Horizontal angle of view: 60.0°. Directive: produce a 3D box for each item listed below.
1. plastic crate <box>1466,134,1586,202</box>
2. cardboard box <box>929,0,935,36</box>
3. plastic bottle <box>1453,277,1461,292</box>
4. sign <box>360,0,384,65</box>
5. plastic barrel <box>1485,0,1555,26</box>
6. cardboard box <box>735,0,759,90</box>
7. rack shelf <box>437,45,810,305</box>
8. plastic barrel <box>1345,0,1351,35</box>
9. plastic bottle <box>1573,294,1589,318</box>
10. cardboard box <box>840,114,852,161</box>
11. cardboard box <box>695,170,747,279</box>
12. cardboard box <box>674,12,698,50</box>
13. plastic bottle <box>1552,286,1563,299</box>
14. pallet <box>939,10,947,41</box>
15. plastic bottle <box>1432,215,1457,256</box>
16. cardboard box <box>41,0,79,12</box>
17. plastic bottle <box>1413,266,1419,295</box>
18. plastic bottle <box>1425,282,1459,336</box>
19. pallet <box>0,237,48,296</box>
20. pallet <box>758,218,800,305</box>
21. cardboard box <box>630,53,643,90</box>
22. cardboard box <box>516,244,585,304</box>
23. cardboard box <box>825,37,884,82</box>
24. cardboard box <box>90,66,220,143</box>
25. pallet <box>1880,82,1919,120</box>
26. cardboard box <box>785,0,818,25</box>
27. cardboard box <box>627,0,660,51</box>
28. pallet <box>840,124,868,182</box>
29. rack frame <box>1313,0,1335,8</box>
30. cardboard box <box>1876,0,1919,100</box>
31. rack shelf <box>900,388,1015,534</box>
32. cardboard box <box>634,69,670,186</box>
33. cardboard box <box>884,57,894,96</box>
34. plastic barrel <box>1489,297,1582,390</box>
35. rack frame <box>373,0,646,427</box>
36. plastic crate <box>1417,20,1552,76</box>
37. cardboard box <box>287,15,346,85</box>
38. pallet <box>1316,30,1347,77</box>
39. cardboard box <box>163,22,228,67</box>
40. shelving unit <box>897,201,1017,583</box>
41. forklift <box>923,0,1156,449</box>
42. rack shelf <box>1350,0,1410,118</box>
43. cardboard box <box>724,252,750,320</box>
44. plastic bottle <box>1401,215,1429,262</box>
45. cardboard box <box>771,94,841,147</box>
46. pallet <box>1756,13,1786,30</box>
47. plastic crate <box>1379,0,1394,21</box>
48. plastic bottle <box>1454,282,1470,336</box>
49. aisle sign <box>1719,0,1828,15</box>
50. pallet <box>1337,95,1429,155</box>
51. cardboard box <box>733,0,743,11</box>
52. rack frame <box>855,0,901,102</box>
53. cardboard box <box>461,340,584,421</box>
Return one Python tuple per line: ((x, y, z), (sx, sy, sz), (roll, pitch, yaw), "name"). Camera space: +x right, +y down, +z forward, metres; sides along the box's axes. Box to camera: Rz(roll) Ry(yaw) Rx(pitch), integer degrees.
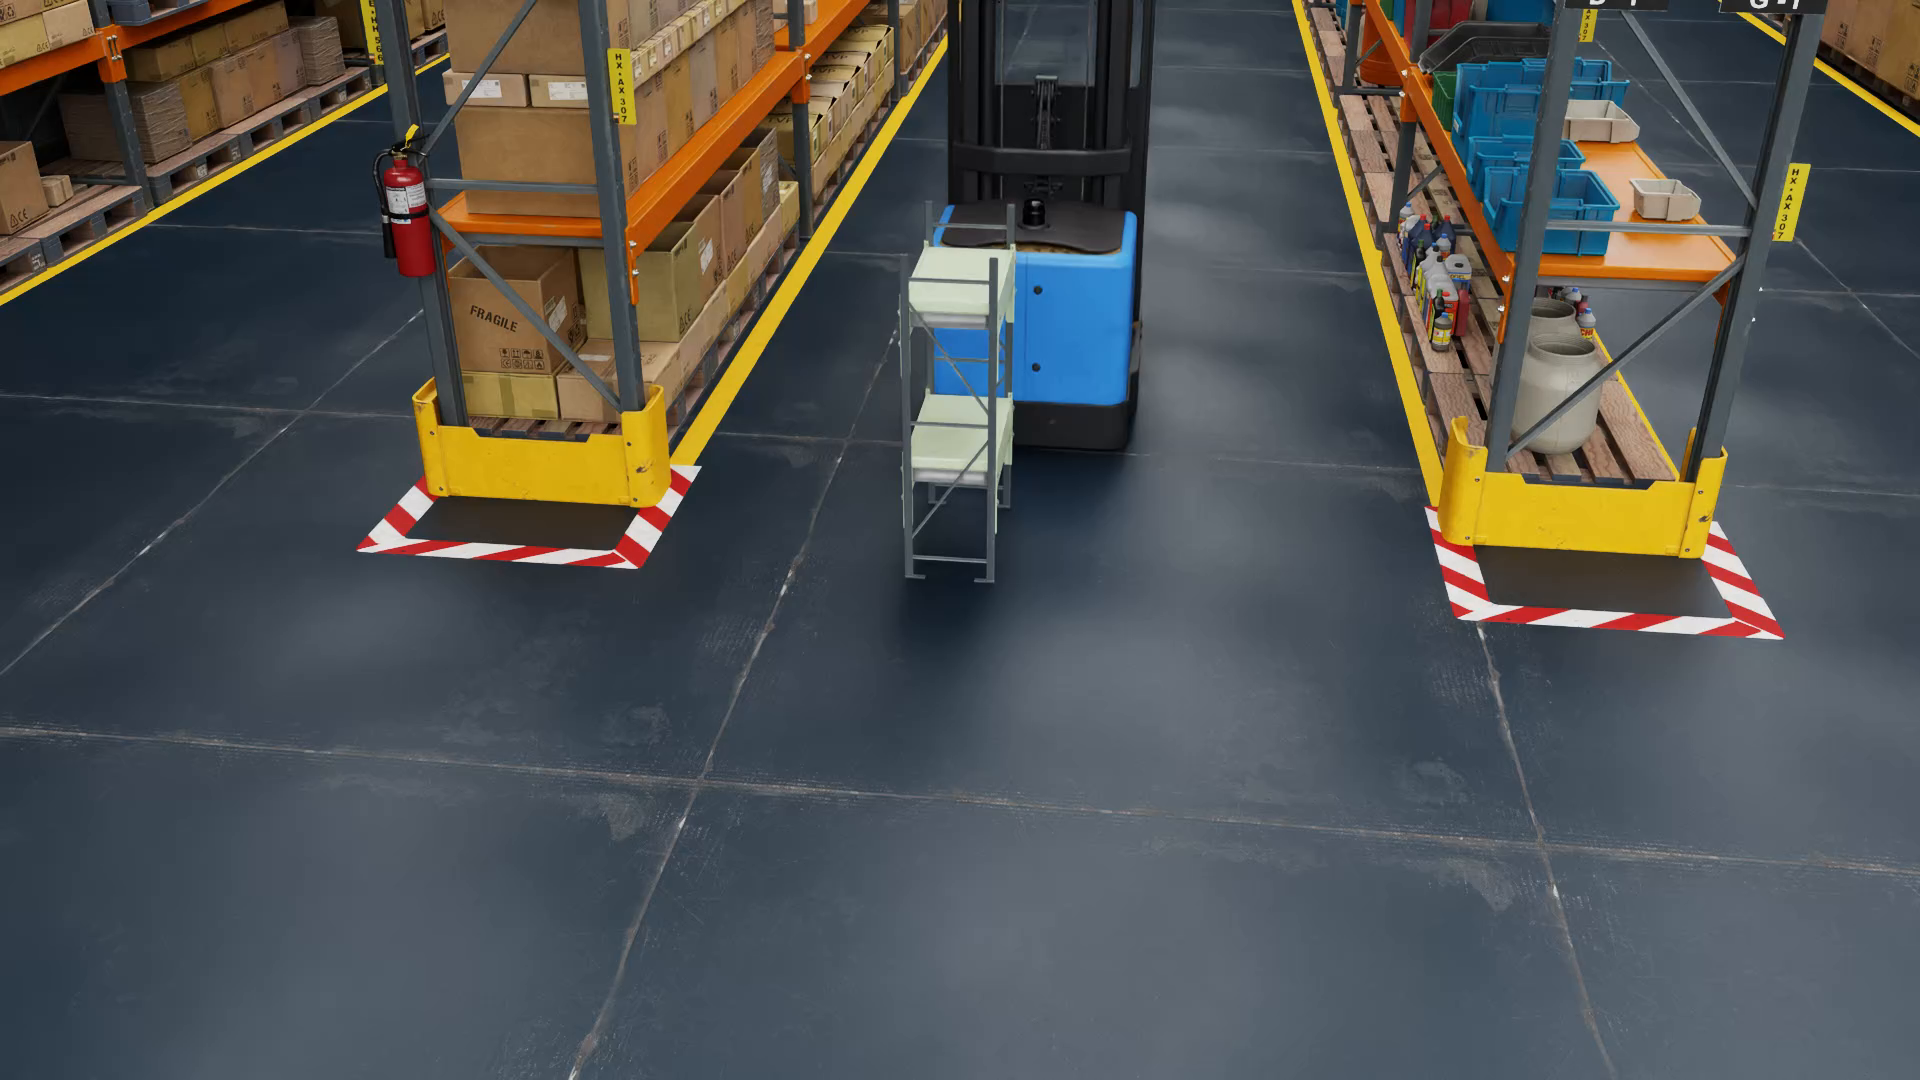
((2.738, -1.803, 8.091), (0.499, 0.251, 0.408), (3, 28, 6), "plastic crate")
((-0.524, -5.385, 16.754), (0.500, 0.500, 0.500), (2, 28, 4), "cardboard box")
((2.895, -1.436, 9.739), (0.097, 0.201, 0.097), (0, 28, 0), "plastic bottle")
((-2.564, -2.252, 7.297), (0.100, 0.325, 0.005), (3, 28, 6), "sign")
((3.726, -3.578, 10.700), (0.600, 0.901, 0.708), (3, 28, 6), "plastic barrel")
((-1.644, -3.069, 10.178), (0.700, 0.500, 0.500), (3, 28, 6), "cardboard box")
((-1.782, -2.224, 9.475), (1.077, 0.370, 4.000), (3, 28, 6), "rack shelf")
((4.030, -5.199, 16.419), (0.421, 0.512, 0.421), (0, 28, 0), "plastic barrel")
((3.465, -1.249, 9.305), (0.061, 0.283, 0.133), (4, 29, 7), "plastic bottle")
((-1.117, -3.117, 12.829), (0.500, 0.250, 0.500), (3, 28, 5), "cardboard box")
((-1.555, -1.850, 9.686), (0.500, 0.500, 0.500), (3, 28, 6), "cardboard box")
((-1.610, -2.708, 8.824), (0.380, 0.149, 0.250), (3, 28, 6), "cardboard box")
((3.499, -1.442, 9.676), (0.097, 0.271, 0.097), (0, 28, 0), "plastic bottle")
((-0.619, -5.636, 17.988), (1.003, 0.211, 1.213), (3, 28, 6), "pallet")
((3.011, -1.856, 10.362), (0.144, 0.351, 0.185), (3, 28, 6), "plastic bottle")
((-6.205, -3.801, 10.989), (0.500, 0.500, 0.500), (3, 28, 6), "cardboard box")
((2.786, -1.578, 10.003), (0.097, 0.201, 0.097), (0, 28, 0), "plastic bottle")
((2.736, -1.312, 9.430), (0.152, 0.276, 0.135), (4, 29, 7), "plastic bottle")
((-6.648, -1.647, 10.585), (1.003, 0.211, 1.213), (3, 28, 6), "pallet")
((-1.676, -1.883, 11.023), (1.003, 0.211, 1.213), (3, 28, 6), "pallet")
((-1.736, -2.226, 7.930), (0.380, 0.149, 0.250), (3, 28, 5), "cardboard box")
((-2.149, -1.645, 9.307), (0.500, 0.500, 0.500), (3, 28, 6), "cardboard box")
((-0.924, -4.081, 14.027), (0.500, 0.311, 0.500), (3, 28, 5), "cardboard box")
((-6.367, -3.455, 13.173), (0.700, 0.500, 0.500), (3, 28, 5), "cardboard box")
((8.955, -3.927, 14.817), (1.003, 0.211, 1.213), (3, 28, 6), "pallet")
((-1.226, -3.777, 11.863), (0.380, 0.149, 0.250), (3, 28, 6), "cardboard box")
((-1.892, -2.707, 8.138), (0.700, 0.500, 0.500), (3, 28, 5), "cardboard box")
((-1.339, -3.180, 13.430), (1.003, 0.211, 1.213), (3, 28, 6), "pallet")
((4.358, -6.959, 17.504), (1.000, 3.000, 0.127), (3, 28, 6), "rack frame")
((8.889, -4.361, 14.480), (1.225, 0.875, 0.875), (2, 28, 4), "cardboard box")
((-0.001, -0.370, 7.543), (0.431, 0.370, 0.720), (3, 28, 6), "rack shelf")
((-1.898, -2.110, 8.399), (0.700, 0.500, 0.500), (4, 29, 8), "cardboard box")
((-0.870, -4.078, 14.613), (0.500, 0.250, 0.500), (4, 29, 7), "cardboard box")
((2.954, -0.950, 8.531), (0.421, 0.512, 0.421), (0, 28, 0), "plastic barrel")
((-2.027, -1.600, 7.557), (1.000, 3.000, 0.127), (3, 28, 6), "rack frame")
((3.188, -2.927, 10.085), (0.767, 0.338, 0.504), (3, 28, 6), "plastic crate")
((-6.001, -4.403, 14.931), (0.700, 0.500, 0.500), (4, 29, 7), "cardboard box")
((4.076, -4.794, 16.427), (1.003, 0.211, 1.213), (3, 28, 6), "pallet")
((-6.270, -3.992, 13.378), (0.500, 0.250, 0.500), (3, 28, 5), "cardboard box")
((-0.001, -0.657, 7.388), (0.431, 1.500, 0.755), (3, 28, 6), "shelving unit")
((0.507, -2.424, 9.159), (1.130, 2.935, 3.031), (3, 28, 6), "forklift")
((3.623, -3.818, 12.432), (1.077, 0.370, 4.000), (3, 28, 6), "rack shelf")
((-1.556, -1.520, 9.864), (0.500, 0.250, 0.500), (3, 28, 6), "cardboard box")
((2.892, -1.909, 10.539), (0.152, 0.276, 0.135), (4, 29, 8), "plastic bottle")
((-1.173, -3.119, 12.242), (0.500, 0.311, 0.500), (3, 28, 6), "cardboard box")
((9.445, -5.797, 18.287), (1.003, 0.211, 1.213), (3, 28, 6), "pallet")
((3.311, -3.936, 12.116), (0.450, 0.188, 0.662), (3, 28, 6), "plastic crate")
((2.842, -1.309, 9.417), (0.061, 0.283, 0.133), (3, 28, 6), "plastic bottle")
((3.170, -2.404, 6.308), (0.394, 0.787, 0.004), (3, 28, 6), "aisle sign")
((3.735, -3.486, 13.998), (1.003, 0.211, 1.213), (3, 28, 6), "pallet")
((-1.485, -3.193, 9.725), (0.380, 0.149, 0.250), (3, 28, 6), "cardboard box")
((-1.047, -5.365, 14.547), (1.000, 3.000, 0.127), (3, 28, 6), "rack frame")
((-2.255, -0.844, 8.610), (0.500, 0.250, 0.500), (3, 28, 6), "cardboard box")
